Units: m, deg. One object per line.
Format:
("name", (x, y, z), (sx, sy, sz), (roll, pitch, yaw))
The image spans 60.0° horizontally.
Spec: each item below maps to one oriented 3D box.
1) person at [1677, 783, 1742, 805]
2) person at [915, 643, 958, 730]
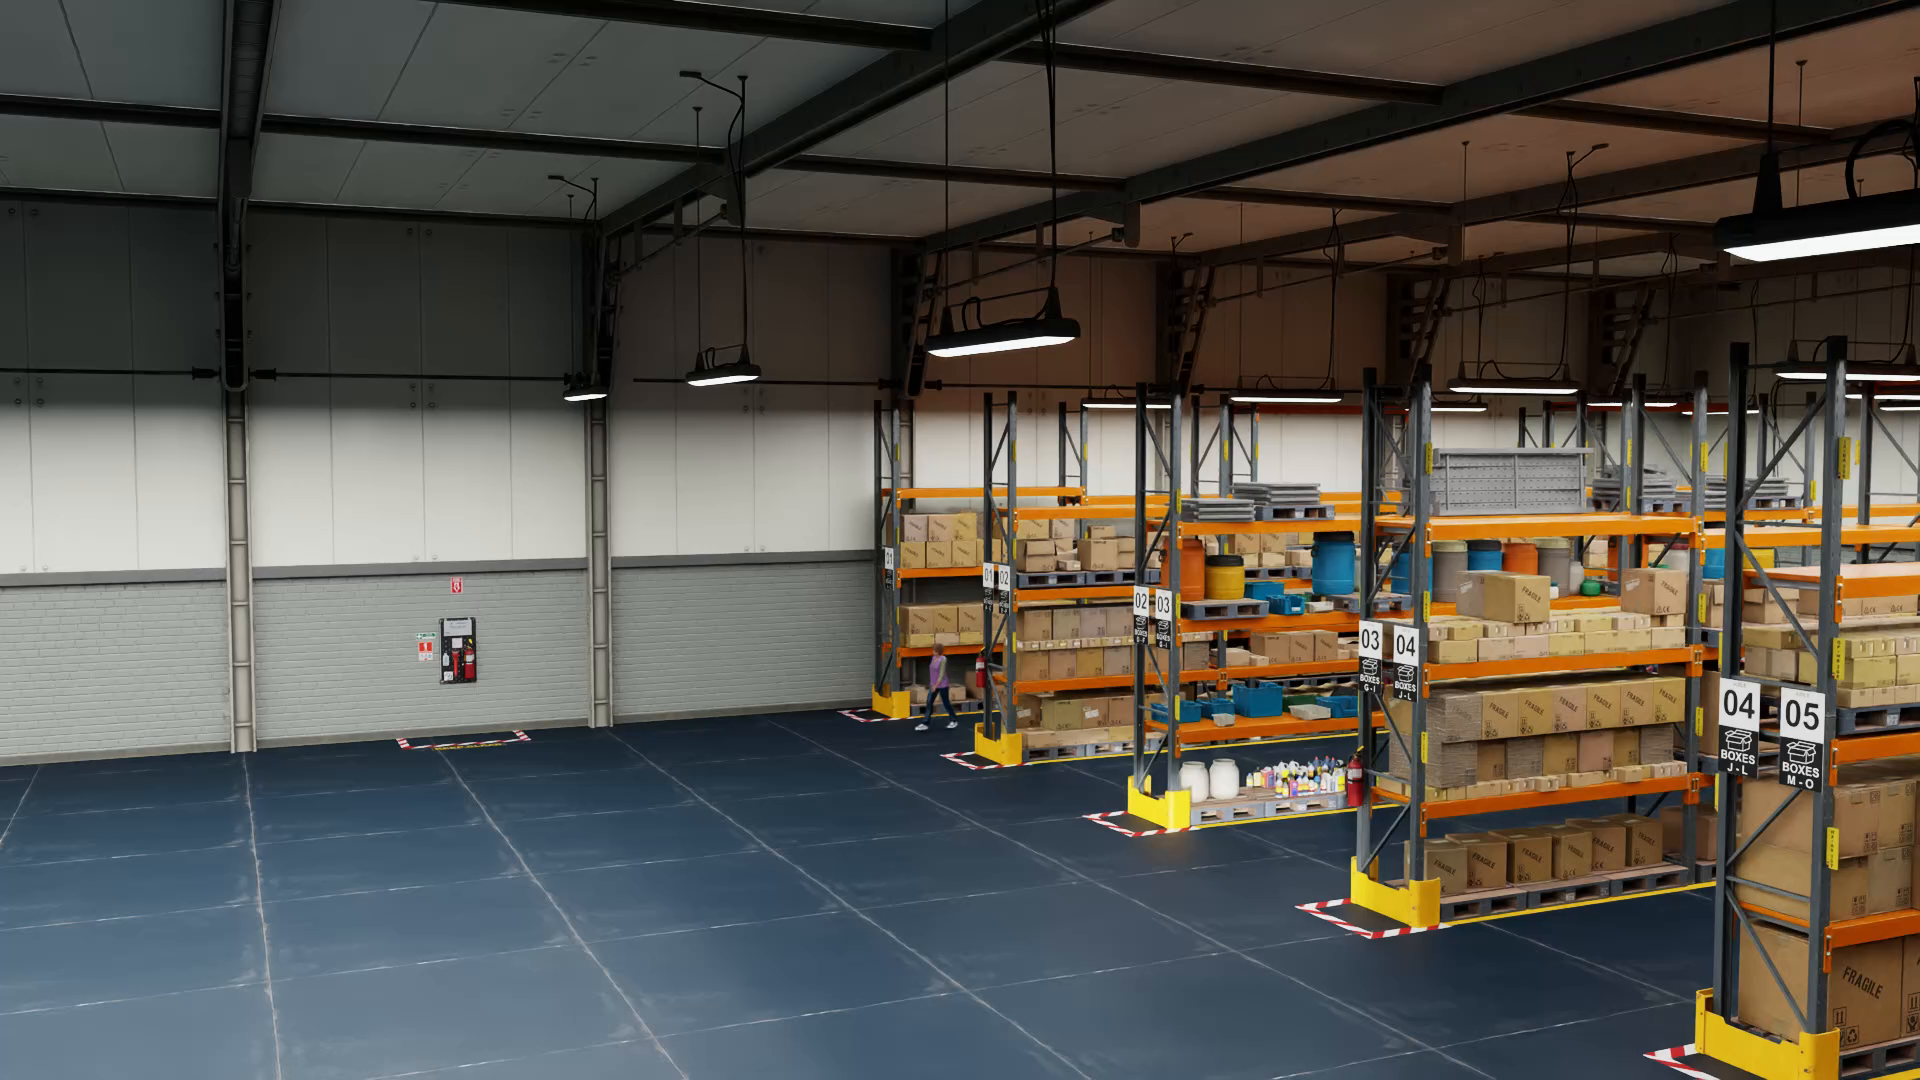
("person", (10.721, 2.963, 23.635), (0.969, 1.615, 0.447), (-1, 3, -16))
("person", (-0.413, 2.625, 29.853), (0.880, 1.554, 0.434), (-3, 4, -37))
